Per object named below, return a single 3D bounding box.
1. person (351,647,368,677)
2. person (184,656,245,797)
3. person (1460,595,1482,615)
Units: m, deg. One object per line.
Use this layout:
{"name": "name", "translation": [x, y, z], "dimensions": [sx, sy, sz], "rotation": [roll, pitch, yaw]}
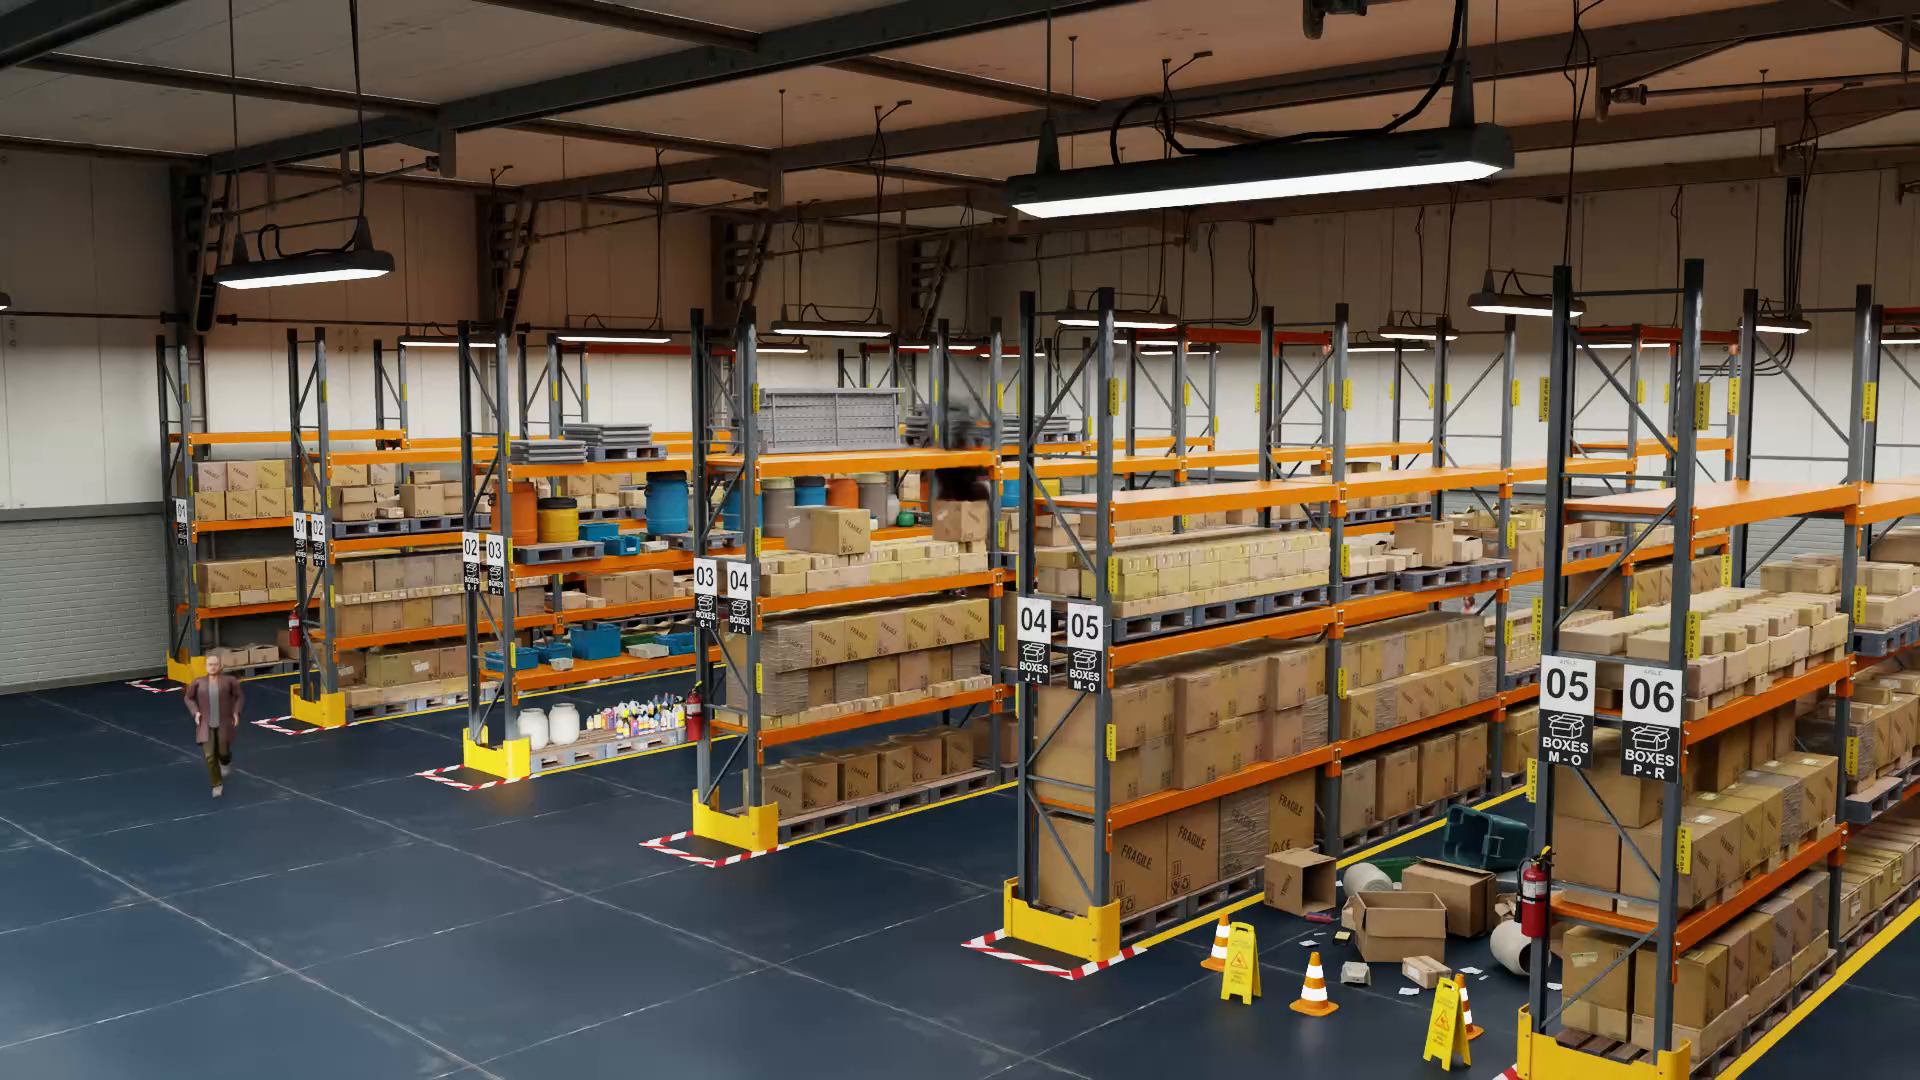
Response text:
{"name": "person", "translation": [-10.002, 1.769, 27.697], "dimensions": [0.514, 1.639, 0.666], "rotation": [3, 6, 33]}
{"name": "person", "translation": [-9.444, 2.333, 21.078], "dimensions": [0.712, 1.744, 0.728], "rotation": [-2, 6, -21]}
{"name": "person", "translation": [8.677, 1.712, 28.290], "dimensions": [0.540, 1.624, 0.755], "rotation": [5, 7, 41]}
